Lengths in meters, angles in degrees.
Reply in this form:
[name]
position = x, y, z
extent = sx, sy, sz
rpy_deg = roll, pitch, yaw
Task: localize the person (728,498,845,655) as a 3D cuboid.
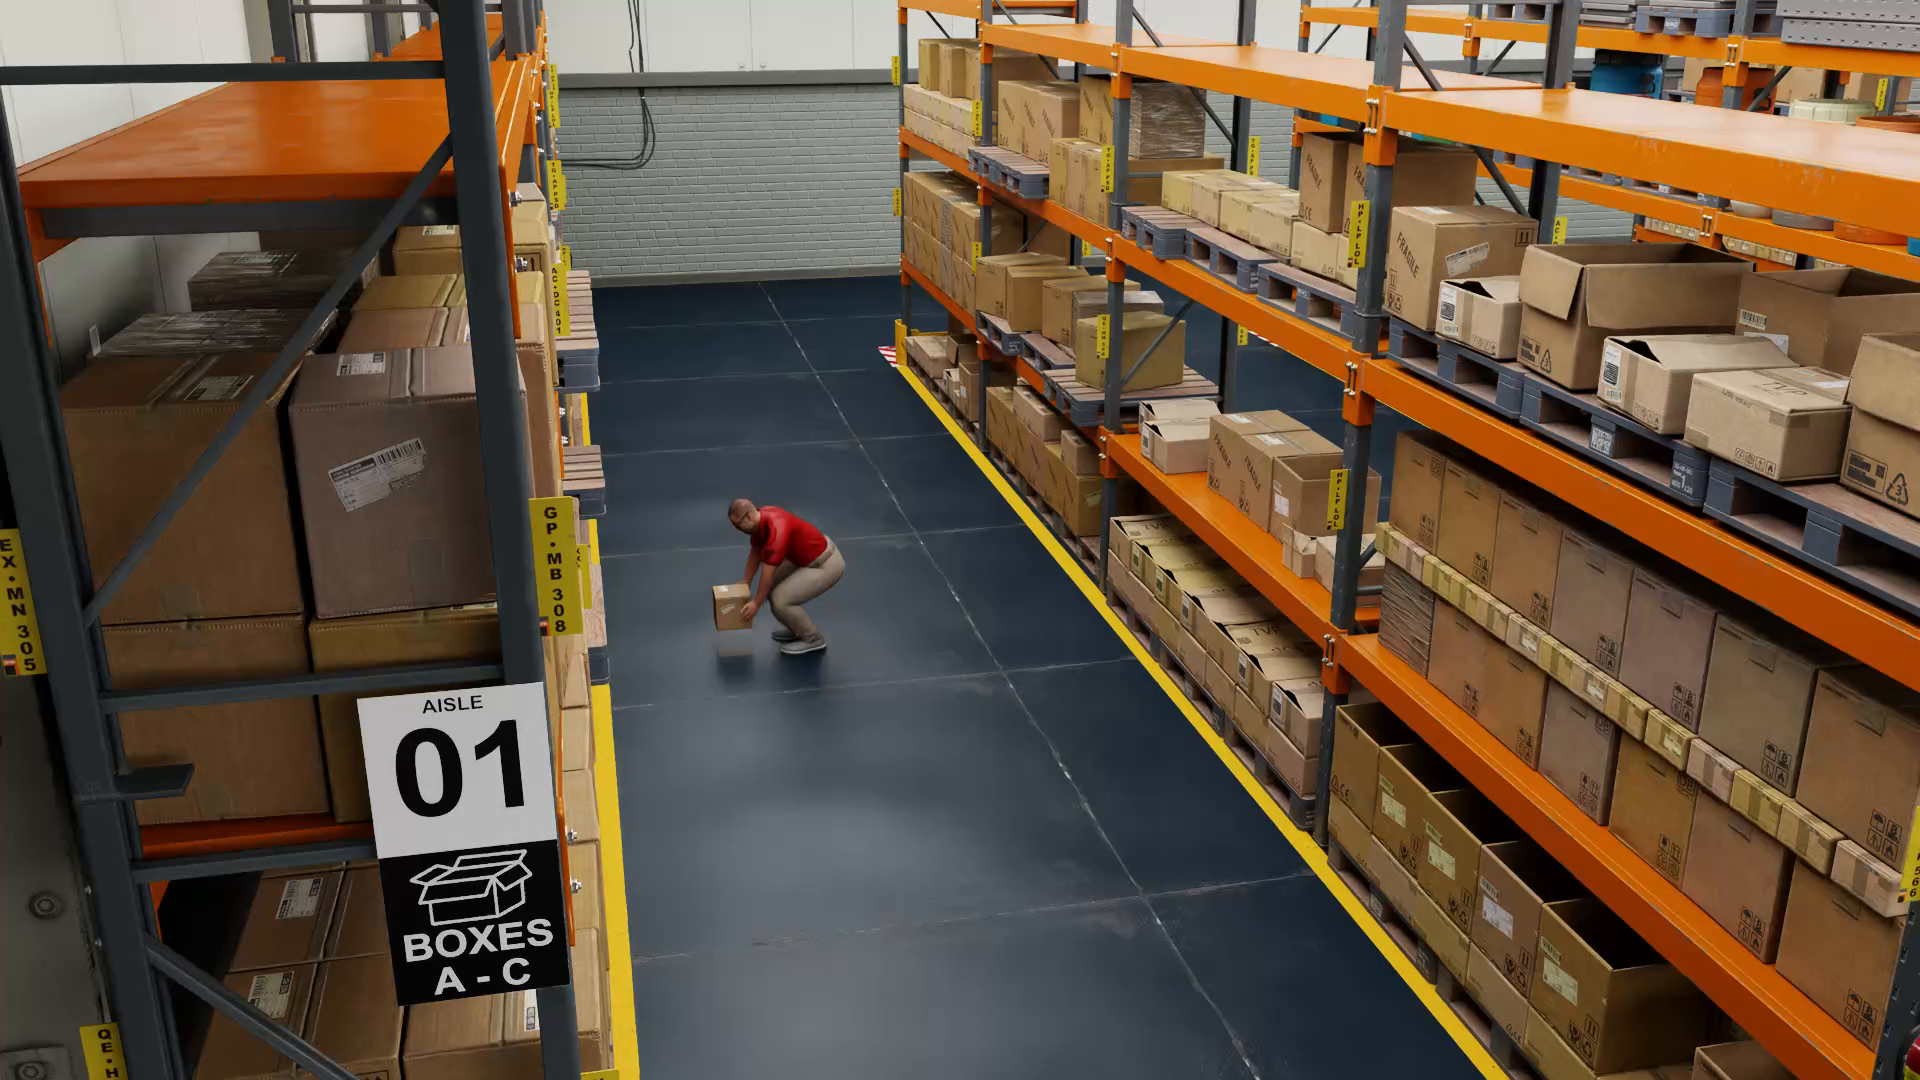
[person]
position = -1.222, 0.228, 11.819
extent = 0.813, 1.155, 0.573
rpy_deg = -5, 20, -13
